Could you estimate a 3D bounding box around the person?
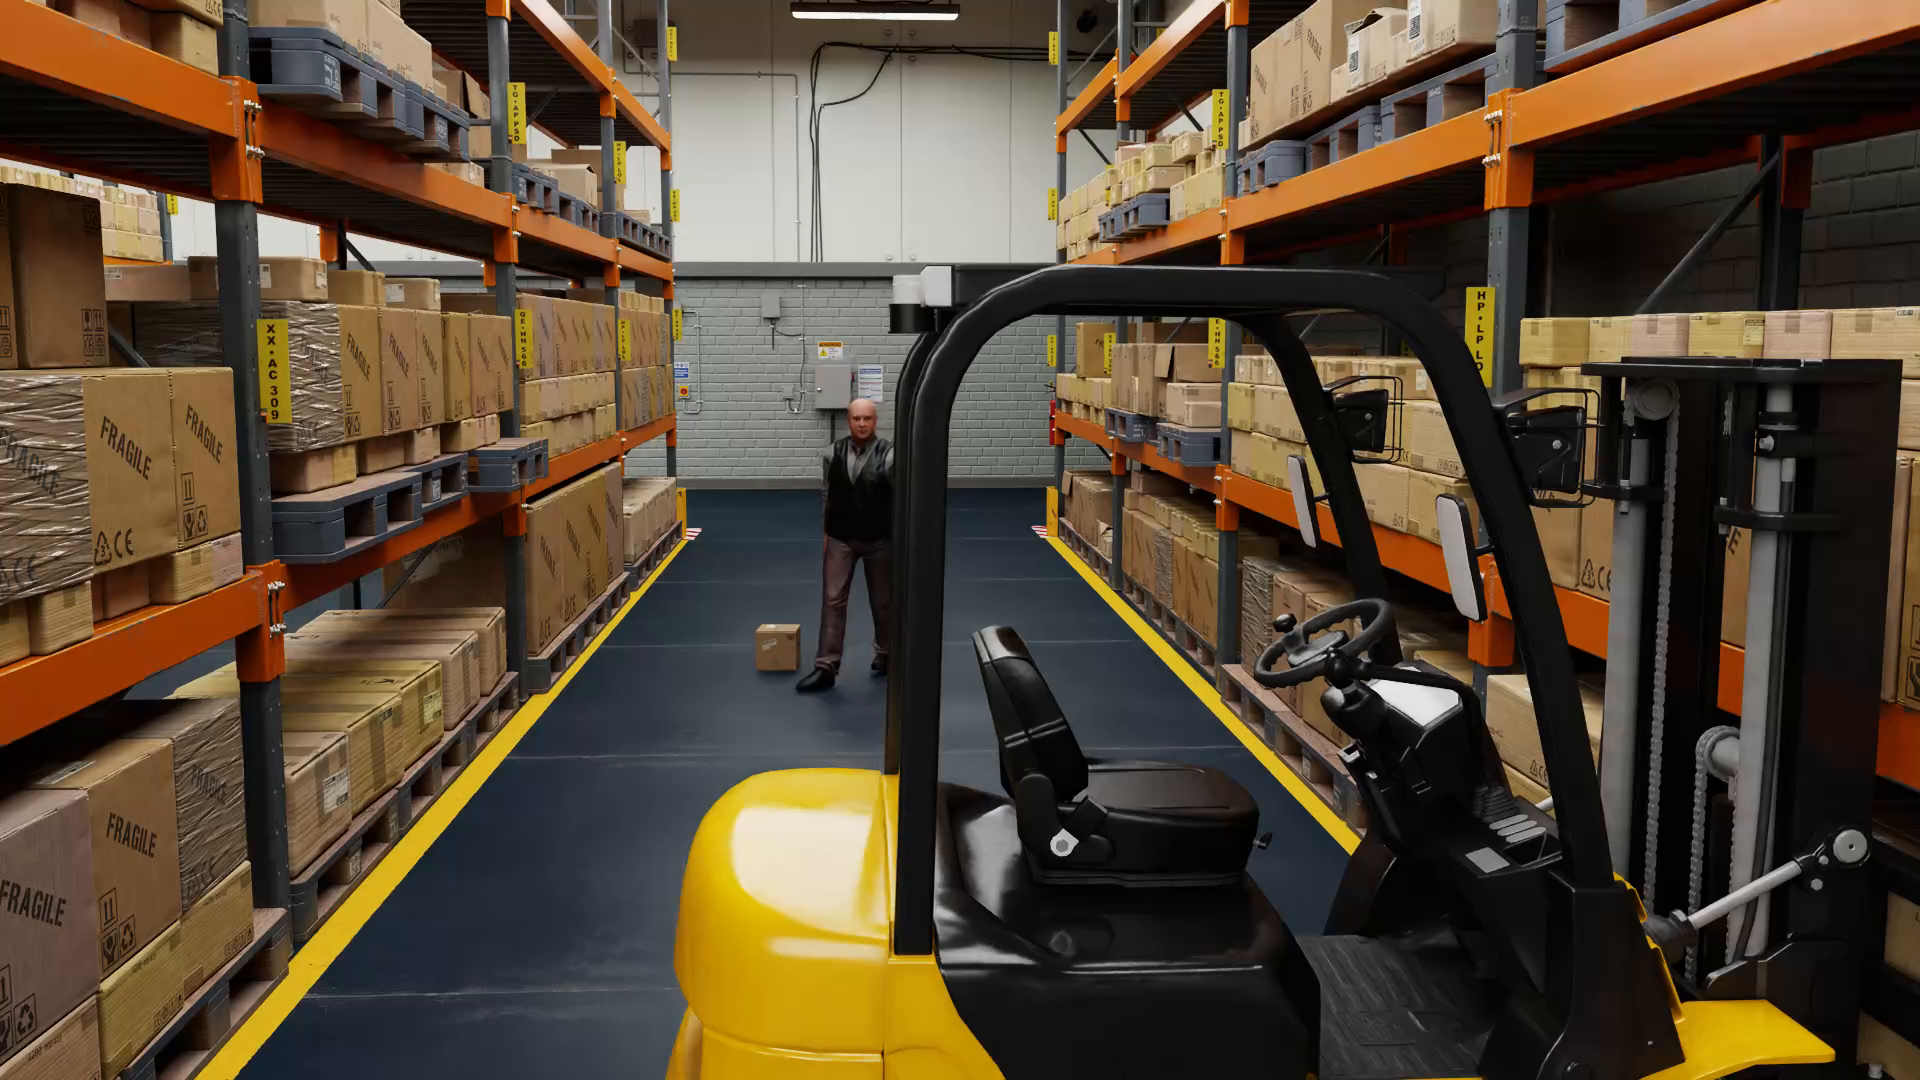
[{"bbox_3d":[-0.589,-0.001,9.876,0.584,1.678,0.904,1,7,11],"label":"person"}]
